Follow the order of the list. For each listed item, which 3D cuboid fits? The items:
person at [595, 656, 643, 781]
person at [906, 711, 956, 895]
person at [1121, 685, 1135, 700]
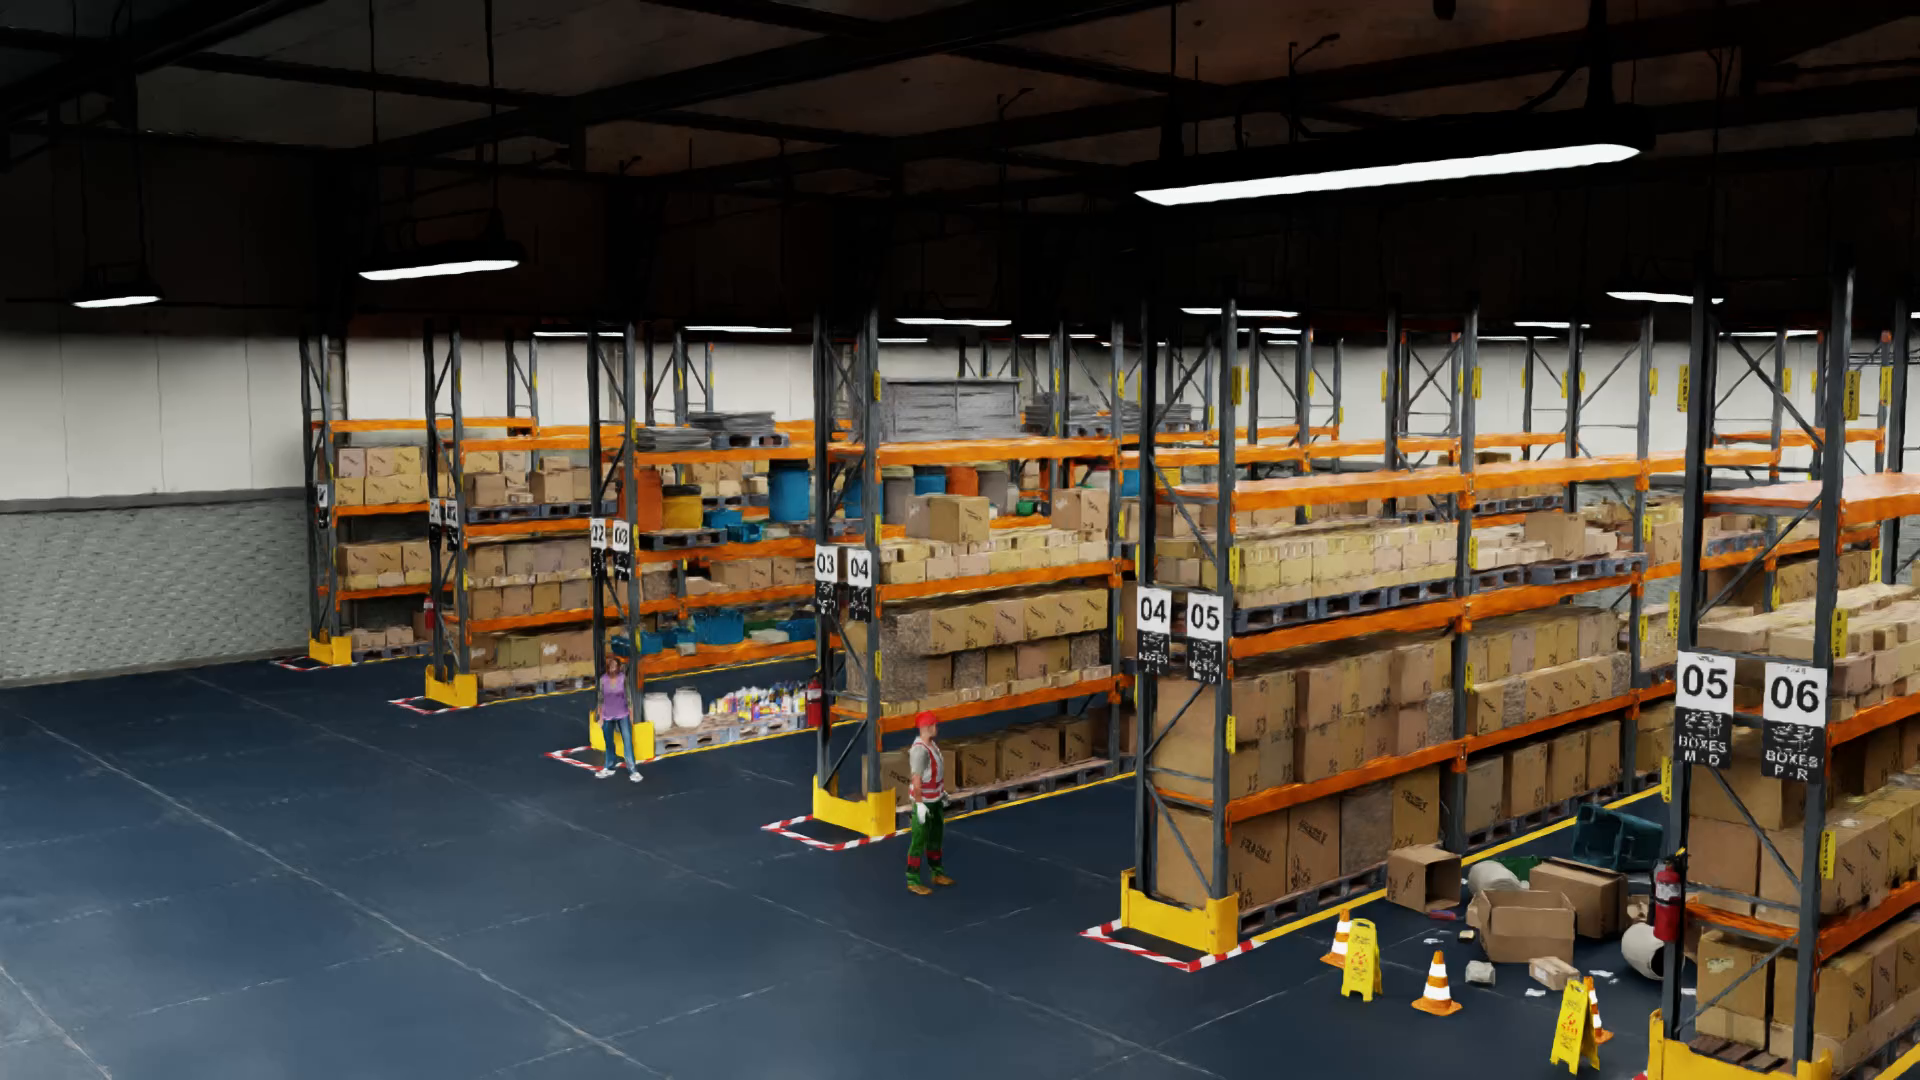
[{"bbox_3d":[-4.320,2.243,21.023,0.638,1.588,0.531,-1,6,-6],"label":"person"},{"bbox_3d":[-0.281,2.589,16.554,0.451,1.788,0.605,2,6,18],"label":"person"},{"bbox_3d":[2.393,1.928,24.131,0.526,1.629,0.592,-6,8,-44],"label":"person"}]
